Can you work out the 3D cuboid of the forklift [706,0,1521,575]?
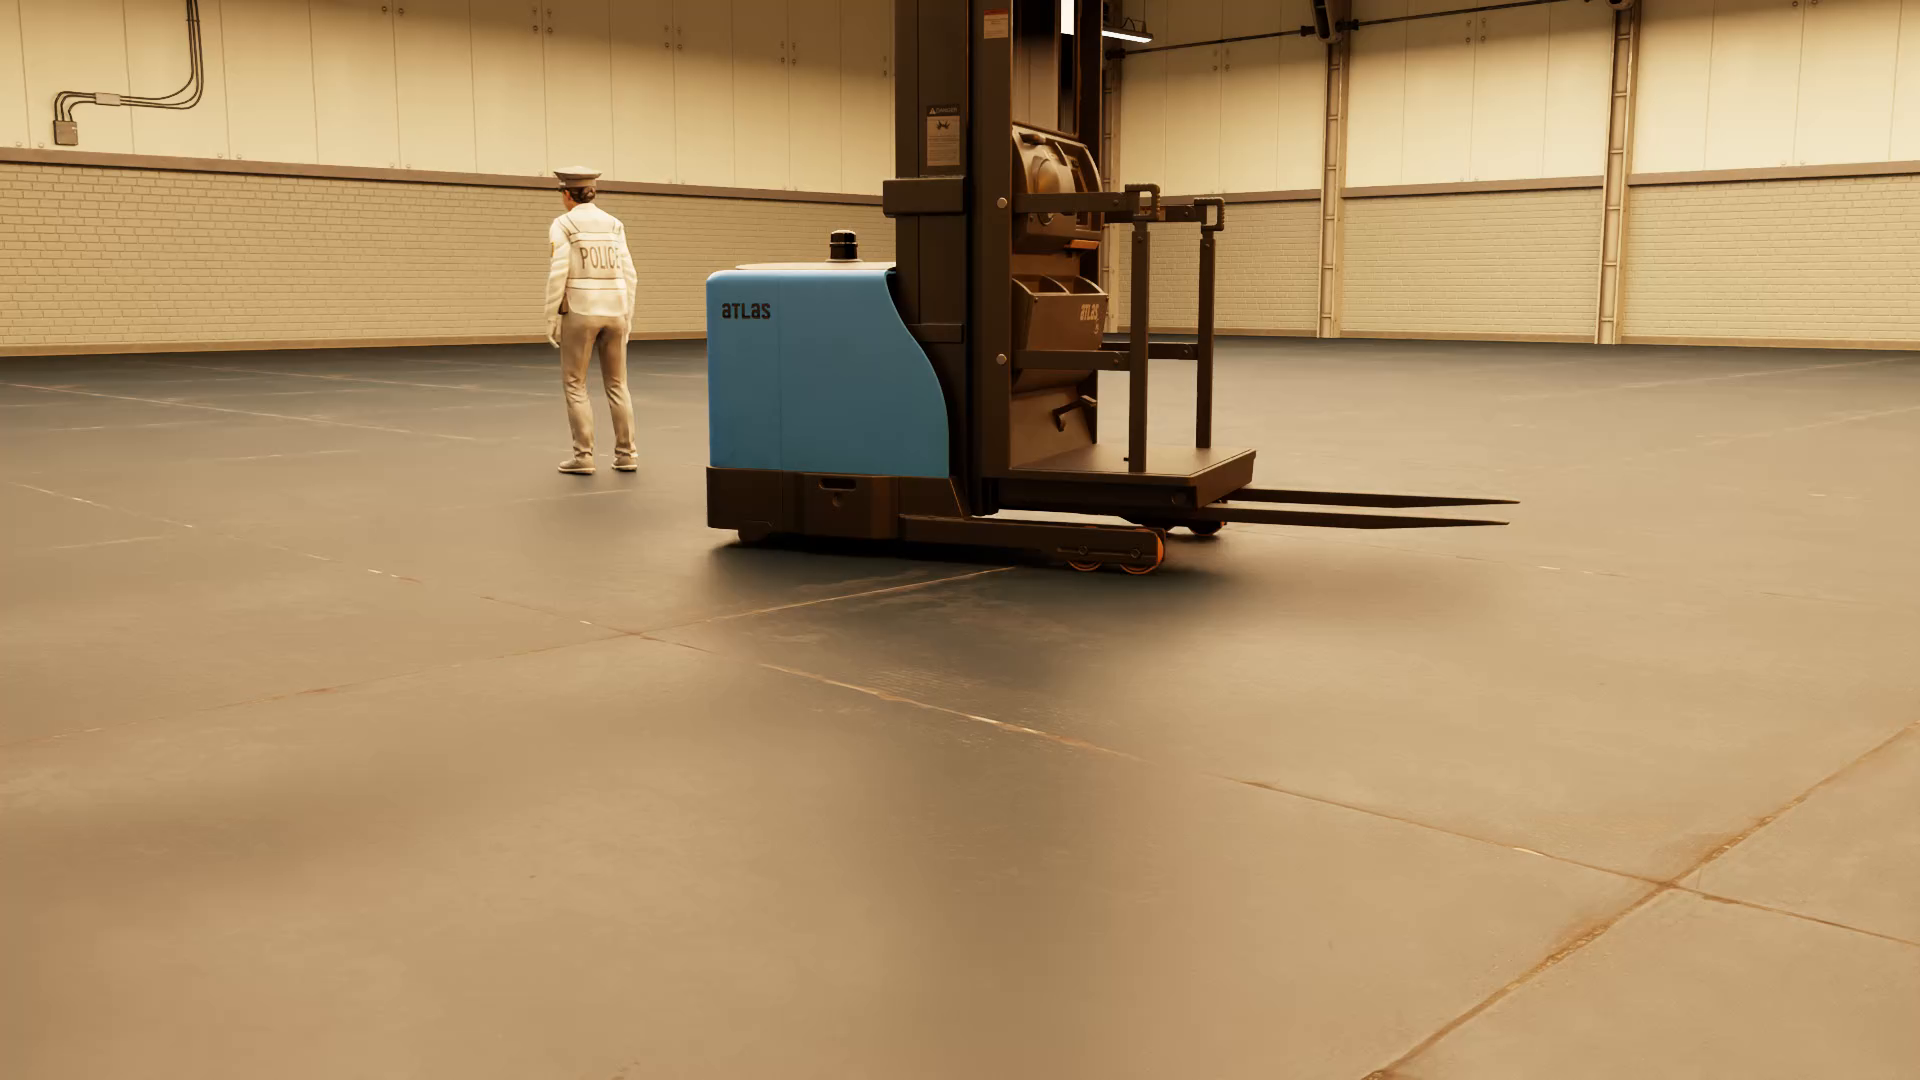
[{"bbox_3d":[0.565,-1.416,6.275,3.031,2.935,1.130,3,9,22],"label":"forklift"}]

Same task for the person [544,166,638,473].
[{"bbox_3d":[-2.018,-1.198,9.093,0.546,1.664,0.375,-7,11,-40],"label":"person"}]
